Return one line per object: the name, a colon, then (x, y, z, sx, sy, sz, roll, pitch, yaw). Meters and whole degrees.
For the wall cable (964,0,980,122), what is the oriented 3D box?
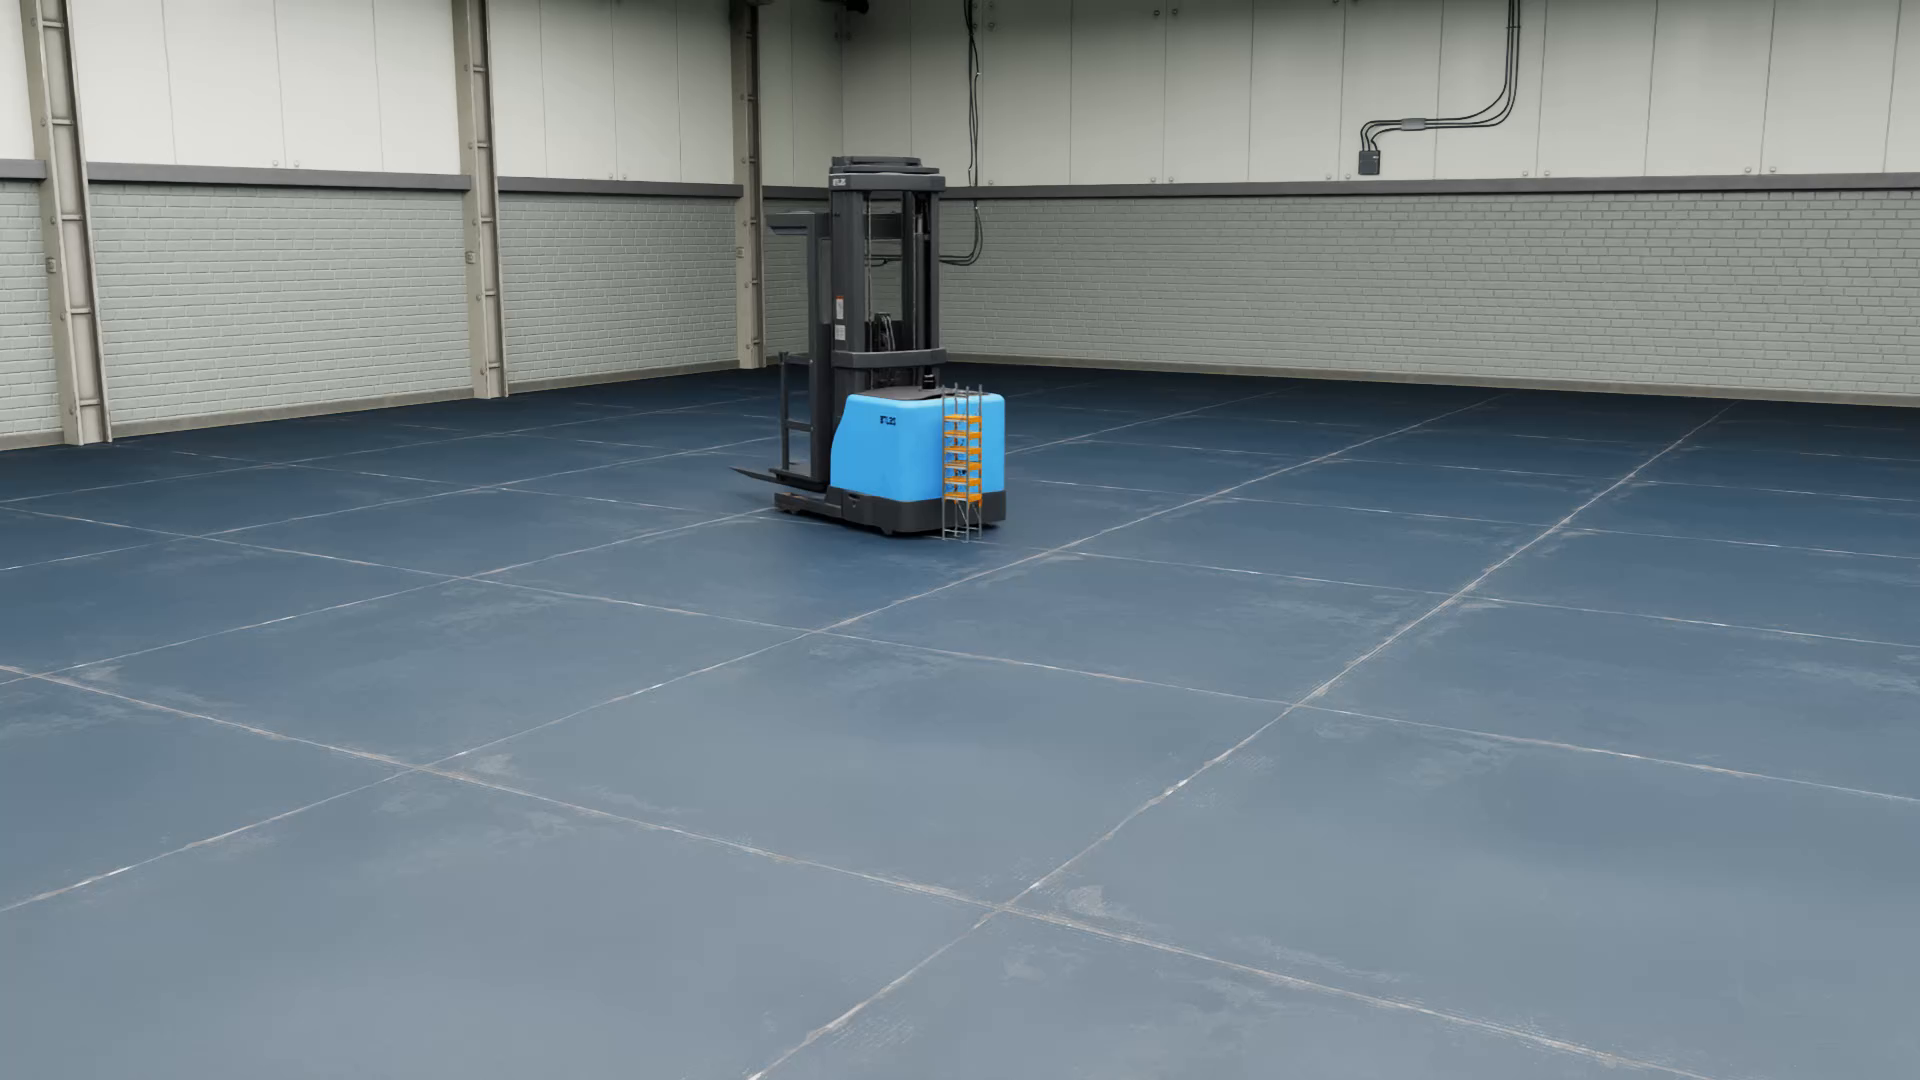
wall cable: (1.372, -8.445, 28.240, 3.097, 2.526, 0.112, 6, 12, 31)

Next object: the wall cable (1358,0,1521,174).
wall cable: (7.165, -8.510, 24.628, 2.305, 6.003, 0.169, 6, 12, 31)

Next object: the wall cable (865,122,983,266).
wall cable: (-0.940, -6.222, 30.085, 3.097, 2.526, 0.112, 6, 12, 31)

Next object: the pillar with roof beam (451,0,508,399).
pillar with roof beam: (-3.035, -6.056, 20.762, 9.100, 9.000, 0.400, 6, 12, 31)

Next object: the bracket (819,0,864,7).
bracket: (-2.157, -9.491, 29.330, 0.076, 0.066, 3.189, 6, 12, 31)

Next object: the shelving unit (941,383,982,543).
shelving unit: (0.015, -0.590, 12.760, 0.258, 1.200, 0.189, 7, 13, 32)

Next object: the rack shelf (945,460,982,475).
rack shelf: (0.015, -0.546, 12.768, 0.258, 0.103, 0.180, 7, 13, 32)

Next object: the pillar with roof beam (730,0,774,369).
pillar with roof beam: (0.080, -7.000, 25.802, 9.100, 9.000, 0.548, 6, 12, 31)

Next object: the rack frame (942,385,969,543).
rack frame: (-0.035, -0.576, 12.685, 0.240, 1.200, 0.006, 7, 13, 32)

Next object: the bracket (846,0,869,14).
bracket: (-1.850, -9.584, 29.826, 0.235, 0.232, 0.430, 6, 12, 31)

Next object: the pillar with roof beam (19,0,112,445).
pillar with roof beam: (-6.150, -5.112, 15.721, 9.100, 9.000, 0.400, 6, 12, 31)

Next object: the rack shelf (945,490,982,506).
rack shelf: (0.015, -0.311, 12.812, 0.258, 0.103, 0.180, 7, 13, 32)

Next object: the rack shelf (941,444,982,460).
rack shelf: (0.015, -0.664, 12.746, 0.258, 0.103, 0.180, 7, 13, 32)

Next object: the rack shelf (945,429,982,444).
rack shelf: (0.015, -0.782, 12.724, 0.258, 0.103, 0.180, 7, 13, 32)

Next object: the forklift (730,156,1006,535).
forklift: (-0.922, -1.700, 13.982, 1.130, 2.935, 3.031, -8, 13, -36)

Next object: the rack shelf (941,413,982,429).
rack shelf: (0.015, -0.900, 12.702, 0.258, 0.103, 0.180, 7, 13, 32)

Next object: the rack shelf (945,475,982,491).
rack shelf: (0.015, -0.428, 12.790, 0.258, 0.103, 0.180, 7, 13, 32)

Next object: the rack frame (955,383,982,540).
rack frame: (0.064, -0.604, 12.836, 0.240, 1.200, 0.006, 7, 13, 32)
